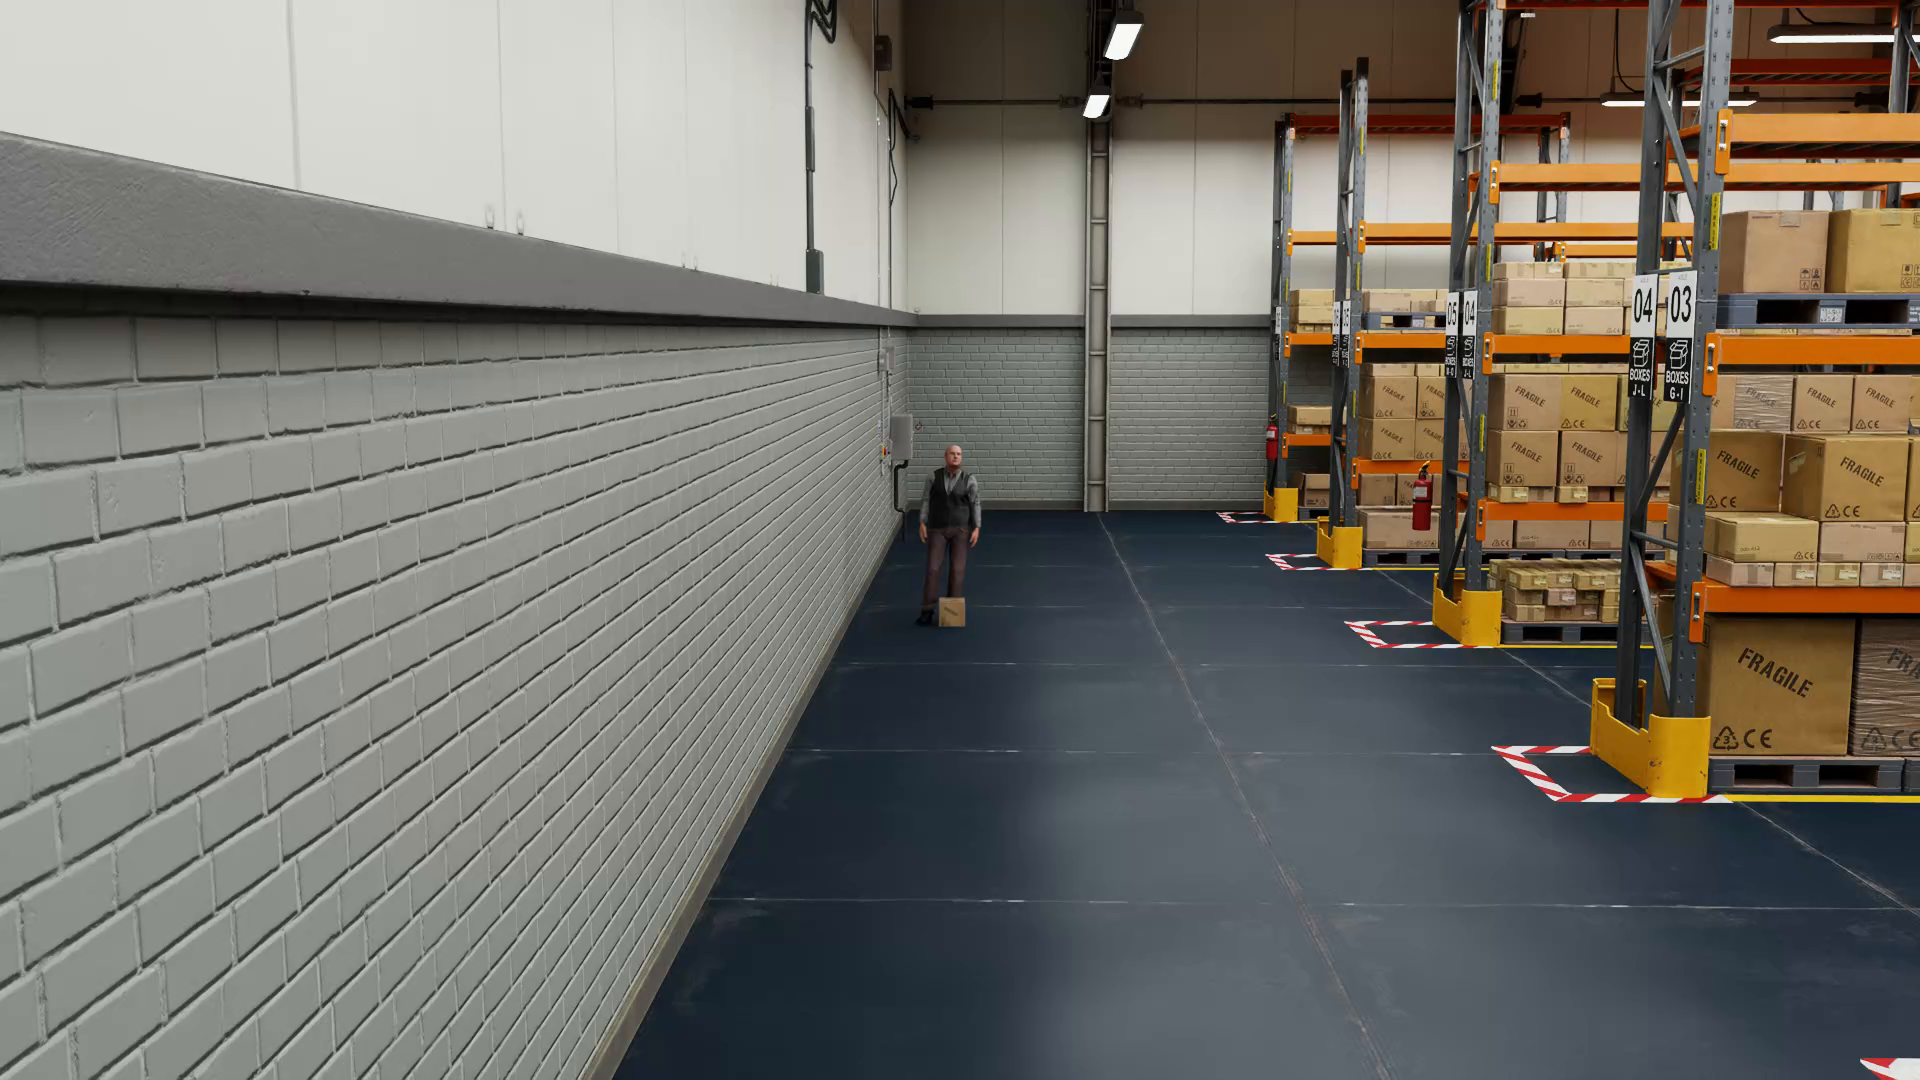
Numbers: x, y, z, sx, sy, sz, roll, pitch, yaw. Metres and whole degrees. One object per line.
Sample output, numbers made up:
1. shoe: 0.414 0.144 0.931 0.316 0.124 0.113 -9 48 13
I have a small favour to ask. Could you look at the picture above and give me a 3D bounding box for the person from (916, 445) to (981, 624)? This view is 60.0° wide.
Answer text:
1. person: -0.108 -0.062 16.293 0.626 1.721 0.552 0 7 1
